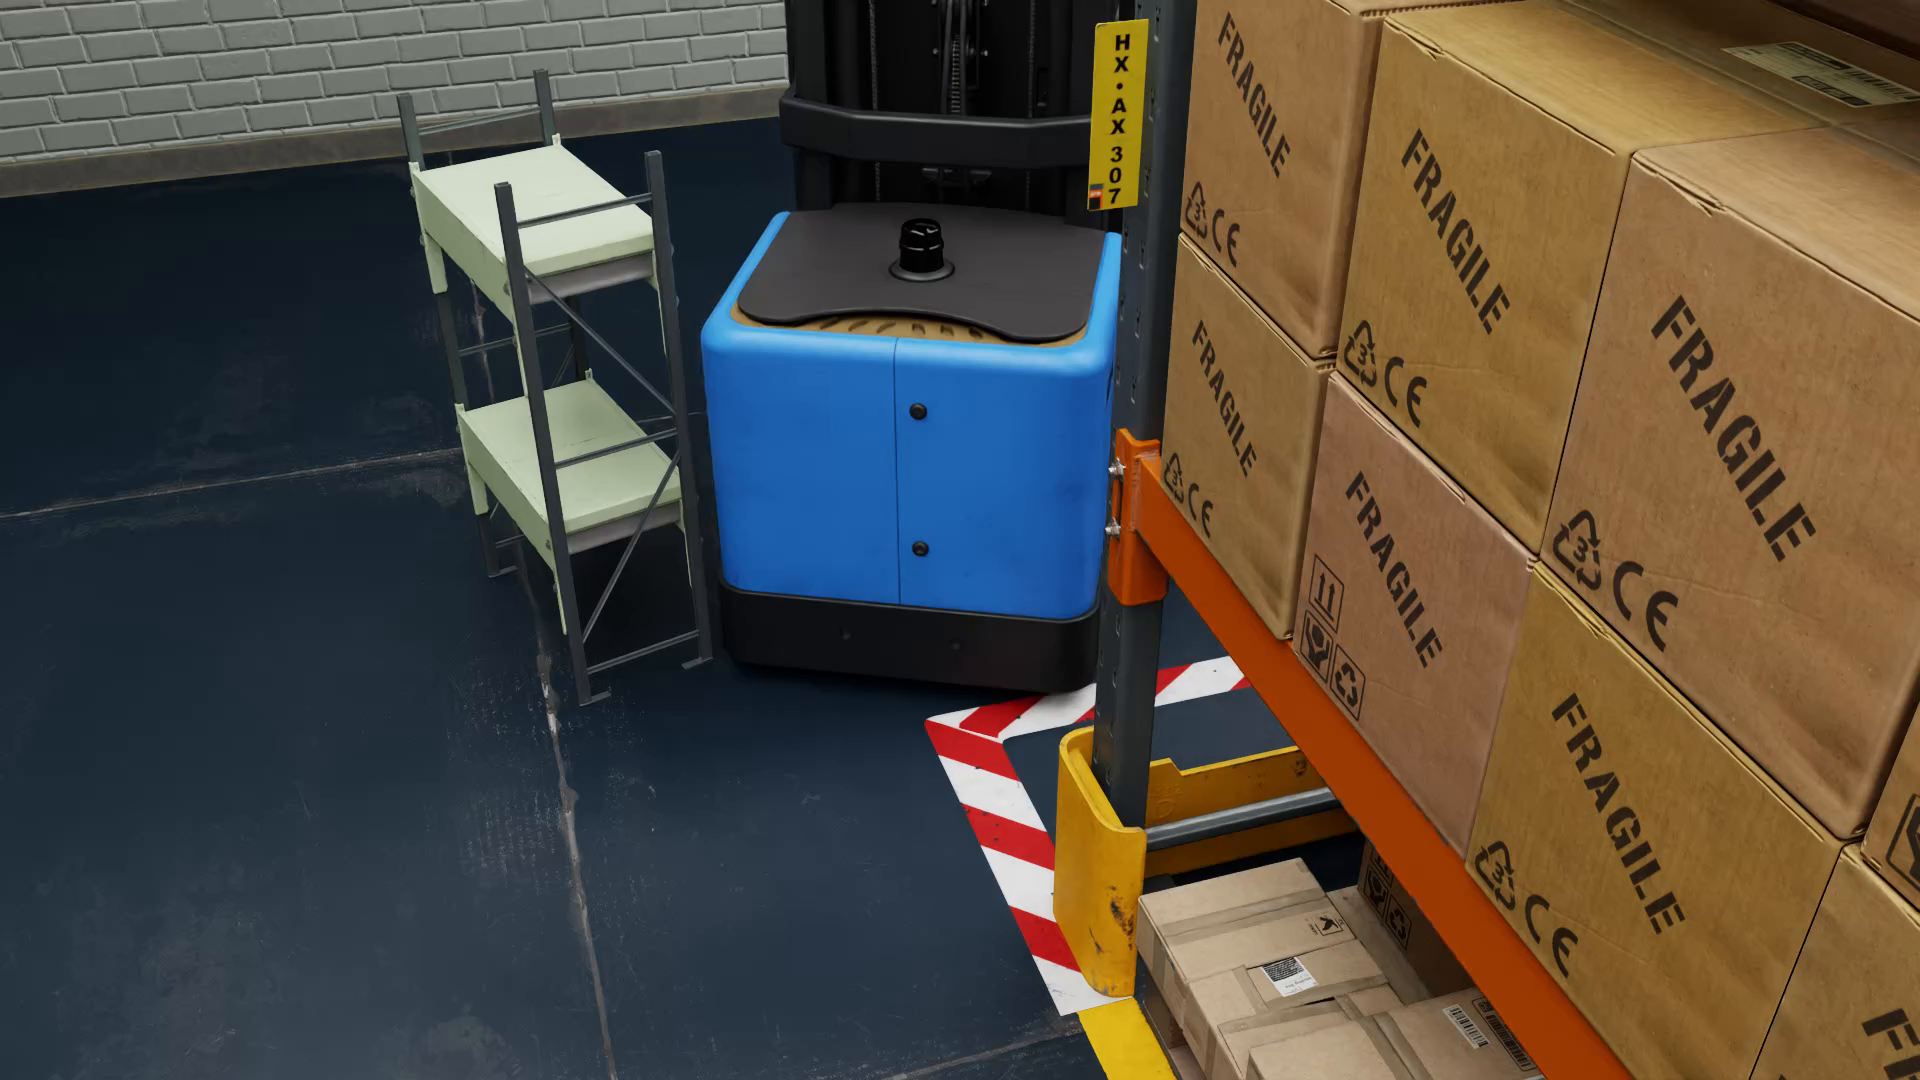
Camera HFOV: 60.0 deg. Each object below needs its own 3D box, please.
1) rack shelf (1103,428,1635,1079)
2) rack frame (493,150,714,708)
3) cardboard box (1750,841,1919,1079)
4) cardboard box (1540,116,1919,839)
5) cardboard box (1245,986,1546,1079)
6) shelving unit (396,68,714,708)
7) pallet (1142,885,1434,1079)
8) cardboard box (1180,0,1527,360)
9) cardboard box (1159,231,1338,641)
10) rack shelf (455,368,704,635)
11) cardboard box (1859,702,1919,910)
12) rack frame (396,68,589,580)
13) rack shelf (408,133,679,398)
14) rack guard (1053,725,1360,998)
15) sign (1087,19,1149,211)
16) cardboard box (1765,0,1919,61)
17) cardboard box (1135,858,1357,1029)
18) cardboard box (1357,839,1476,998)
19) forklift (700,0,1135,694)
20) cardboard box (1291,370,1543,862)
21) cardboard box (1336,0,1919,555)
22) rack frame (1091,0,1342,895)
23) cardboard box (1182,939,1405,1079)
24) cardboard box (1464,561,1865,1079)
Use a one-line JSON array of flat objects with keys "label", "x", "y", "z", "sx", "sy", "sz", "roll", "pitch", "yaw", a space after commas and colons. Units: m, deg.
[{"label": "rack shelf", "x": 1.398, "y": 0.900, "z": 1.819, "sx": 1.077, "sy": 0.370, "sz": 4.000, "roll": -10, "pitch": 35, "yaw": -15}, {"label": "rack frame", "x": -0.876, "y": -0.229, "z": 4.237, "sx": 0.400, "sy": 1.500, "sz": 0.023, "roll": -19, "pitch": 38, "yaw": -27}, {"label": "cardboard box", "x": 1.136, "y": 0.582, "z": 1.557, "sx": 0.500, "sy": 0.500, "sz": 0.500, "roll": -10, "pitch": 35, "yaw": -14}, {"label": "cardboard box", "x": 0.987, "y": -0.095, "z": 1.675, "sx": 0.500, "sy": 0.500, "sz": 0.500, "roll": -10, "pitch": 35, "yaw": -14}, {"label": "cardboard box", "x": 0.836, "y": 1.109, "z": 2.945, "sx": 0.500, "sy": 0.250, "sz": 0.500, "roll": -10, "pitch": 35, "yaw": -15}, {"label": "shelving unit", "x": -1.073, "y": -0.400, "z": 4.494, "sx": 0.431, "sy": 1.500, "sz": 0.755, "roll": -19, "pitch": 38, "yaw": -27}, {"label": "pallet", "x": 1.055, "y": 1.172, "z": 3.285, "sx": 1.003, "sy": 0.211, "sz": 1.213, "roll": -10, "pitch": 35, "yaw": -15}, {"label": "cardboard box", "x": 0.672, "y": -0.632, "z": 2.487, "sx": 0.500, "sy": 0.500, "sz": 0.500, "roll": -9, "pitch": 35, "yaw": -13}, {"label": "cardboard box", "x": 0.672, "y": -0.214, "z": 2.763, "sx": 0.500, "sy": 0.500, "sz": 0.500, "roll": -9, "pitch": 35, "yaw": -14}, {"label": "rack shelf", "x": -1.073, "y": -0.128, "z": 4.674, "sx": 0.431, "sy": 0.370, "sz": 0.720, "roll": -19, "pitch": 38, "yaw": -27}, {"label": "cardboard box", "x": 1.143, "y": 0.172, "z": 1.272, "sx": 0.500, "sy": 0.500, "sz": 0.500, "roll": -10, "pitch": 35, "yaw": -15}, {"label": "rack frame", "x": -1.270, "y": -0.570, "z": 4.751, "sx": 0.400, "sy": 1.500, "sz": 0.023, "roll": -19, "pitch": 38, "yaw": -27}, {"label": "rack shelf", "x": -1.073, "y": -0.725, "z": 4.279, "sx": 0.431, "sy": 0.370, "sz": 0.720, "roll": -19, "pitch": 38, "yaw": -27}, {"label": "rack guard", "x": 0.811, "y": 0.633, "z": 3.839, "sx": 1.175, "sy": 0.500, "sz": 0.348, "roll": -10, "pitch": 35, "yaw": -15}, {"label": "sign", "x": 0.271, "y": -0.720, "z": 2.833, "sx": 0.100, "sy": 0.325, "sz": 0.005, "roll": -10, "pitch": 35, "yaw": -15}, {"label": "cardboard box", "x": 1.340, "y": -0.456, "z": 2.222, "sx": 0.500, "sy": 0.500, "sz": 0.500, "roll": -9, "pitch": 35, "yaw": -13}, {"label": "cardboard box", "x": 0.588, "y": 0.834, "z": 3.455, "sx": 0.380, "sy": 0.149, "sz": 0.250, "roll": -10, "pitch": 35, "yaw": -15}, {"label": "cardboard box", "x": 1.188, "y": 0.653, "z": 3.409, "sx": 0.500, "sy": 0.500, "sz": 0.500, "roll": -10, "pitch": 35, "yaw": -15}, {"label": "forklift", "x": 0.075, "y": -1.608, "z": 5.025, "sx": 1.130, "sy": 2.935, "sz": 3.031, "roll": 5, "pitch": 34, "yaw": 7}, {"label": "cardboard box", "x": 0.835, "y": 0.056, "z": 2.354, "sx": 0.500, "sy": 0.500, "sz": 0.500, "roll": -10, "pitch": 35, "yaw": -15}, {"label": "cardboard box", "x": 0.839, "y": -0.358, "z": 2.074, "sx": 0.500, "sy": 0.500, "sz": 0.500, "roll": -10, "pitch": 35, "yaw": -14}, {"label": "rack frame", "x": 0.788, "y": -0.450, "z": 3.210, "sx": 1.000, "sy": 3.000, "sz": 0.127, "roll": -10, "pitch": 35, "yaw": -15}, {"label": "cardboard box", "x": 0.665, "y": 0.957, "z": 3.251, "sx": 0.380, "sy": 0.166, "sz": 0.250, "roll": -10, "pitch": 35, "yaw": -15}, {"label": "cardboard box", "x": 0.985, "y": 0.320, "z": 1.955, "sx": 0.500, "sy": 0.500, "sz": 0.500, "roll": -10, "pitch": 35, "yaw": -15}]
